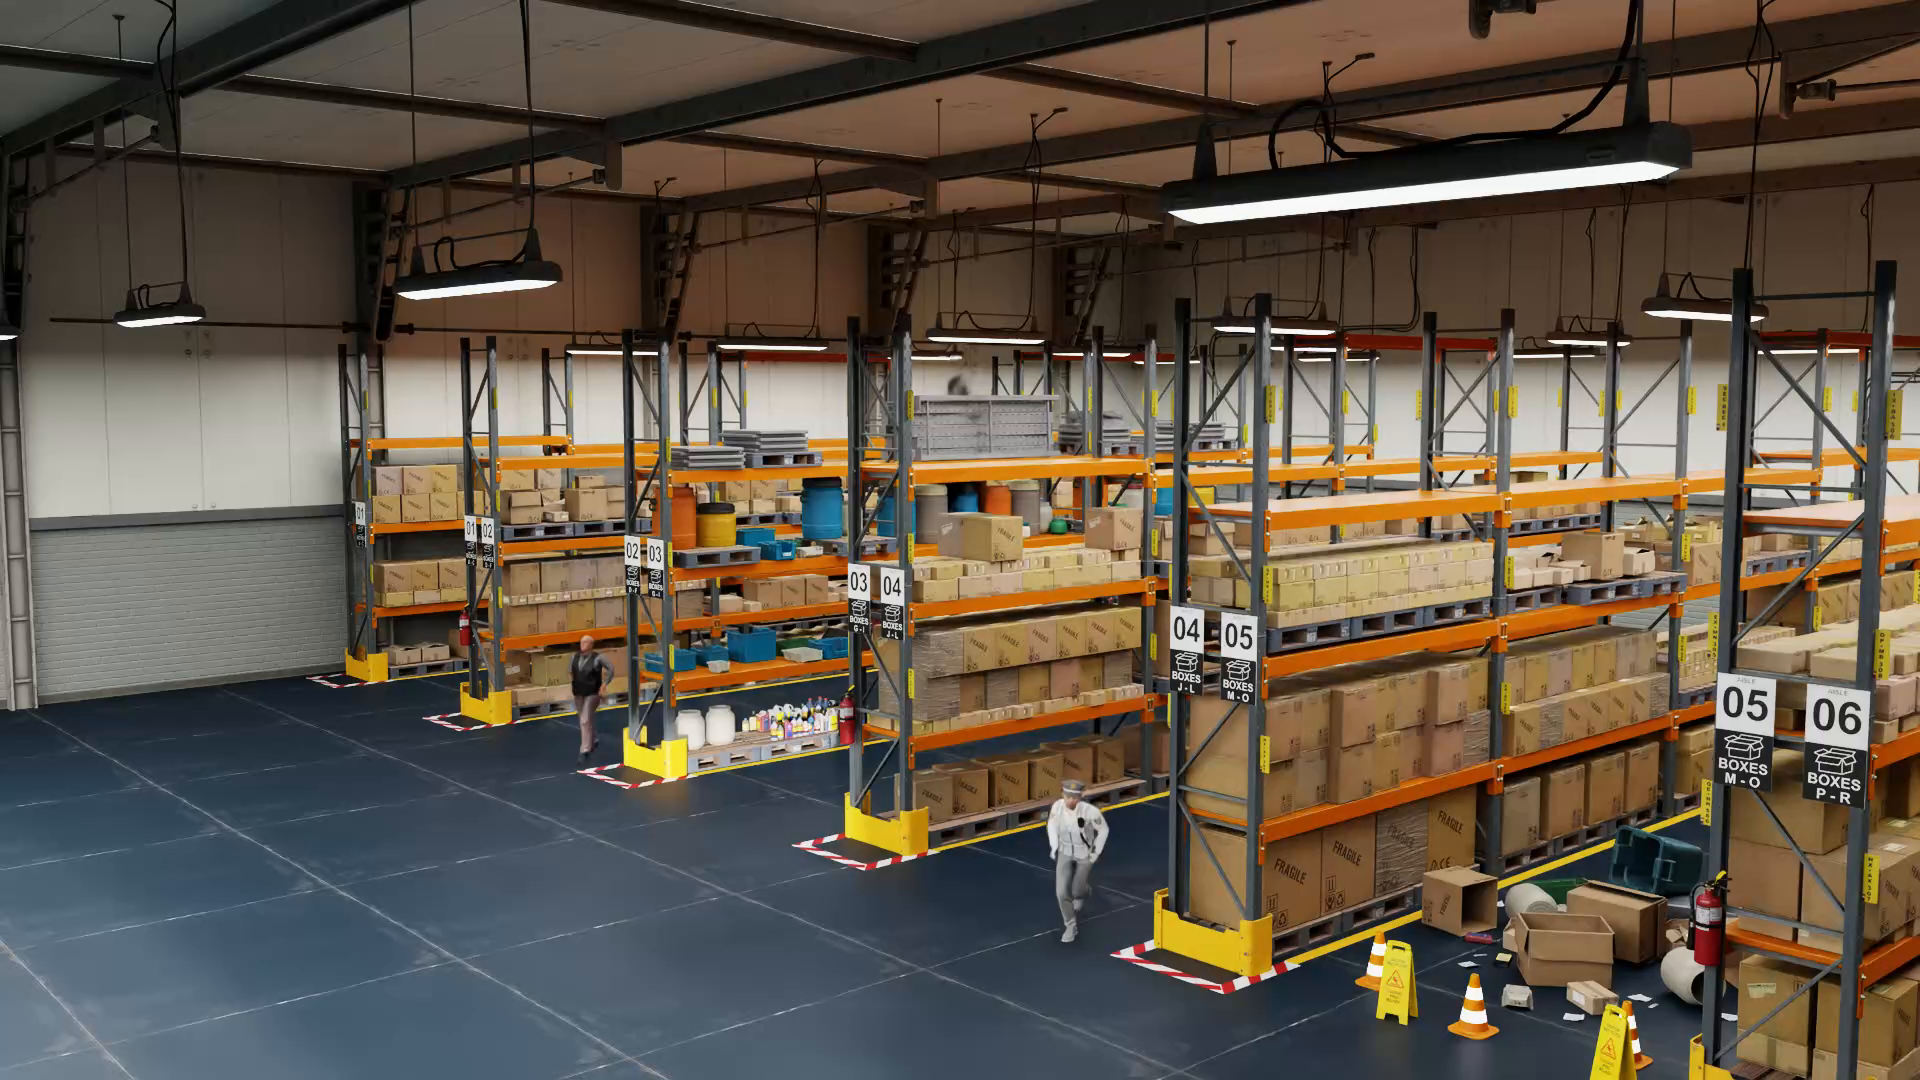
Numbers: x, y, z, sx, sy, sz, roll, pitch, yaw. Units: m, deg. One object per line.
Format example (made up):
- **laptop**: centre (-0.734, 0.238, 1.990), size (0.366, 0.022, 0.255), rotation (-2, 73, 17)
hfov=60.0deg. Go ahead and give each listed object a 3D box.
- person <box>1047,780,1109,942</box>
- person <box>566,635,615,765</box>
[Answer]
- **person**: centre (1.145, 2.988, 15.795), size (0.608, 1.579, 0.857), rotation (2, 5, 20)
- **person**: centre (-5.228, 2.214, 23.327), size (0.657, 1.781, 0.746), rotation (2, 6, 24)
